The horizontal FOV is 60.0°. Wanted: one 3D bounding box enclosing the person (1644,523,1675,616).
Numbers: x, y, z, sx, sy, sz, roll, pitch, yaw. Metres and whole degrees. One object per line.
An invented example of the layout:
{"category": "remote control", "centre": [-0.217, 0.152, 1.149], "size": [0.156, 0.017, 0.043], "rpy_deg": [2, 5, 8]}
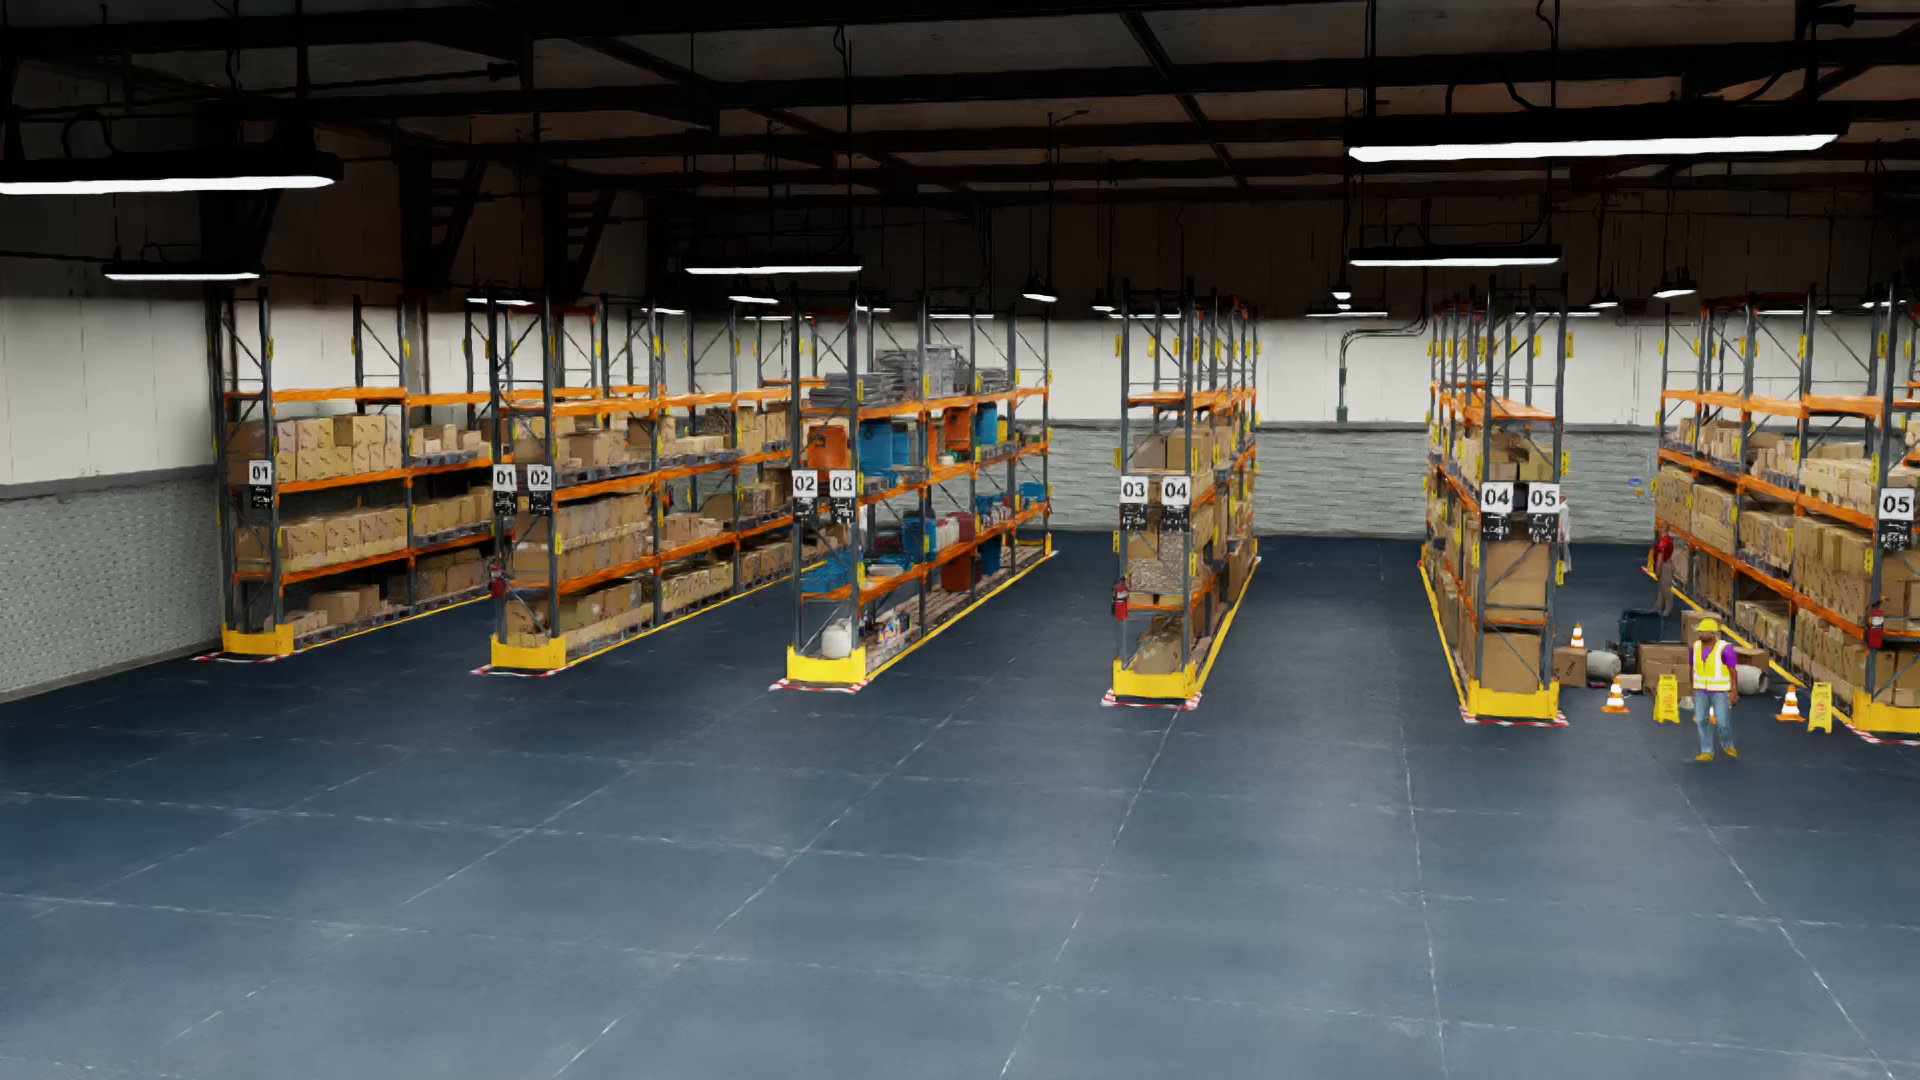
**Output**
{"category": "person", "centre": [13.218, 0.537, 31.337], "size": [0.592, 1.719, 0.668], "rpy_deg": [4, 8, 33]}

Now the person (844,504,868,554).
{"category": "person", "centre": [-2.384, -0.297, 38.693], "size": [0.719, 1.686, 0.578], "rpy_deg": [1, 7, 11]}

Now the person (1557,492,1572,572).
{"category": "person", "centre": [13.487, -0.152, 37.462], "size": [0.582, 1.678, 0.772], "rpy_deg": [1, 7, 9]}

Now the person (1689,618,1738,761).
{"category": "person", "centre": [9.190, 1.815, 20.263], "size": [0.580, 1.753, 0.609], "rpy_deg": [-6, 9, -41]}
